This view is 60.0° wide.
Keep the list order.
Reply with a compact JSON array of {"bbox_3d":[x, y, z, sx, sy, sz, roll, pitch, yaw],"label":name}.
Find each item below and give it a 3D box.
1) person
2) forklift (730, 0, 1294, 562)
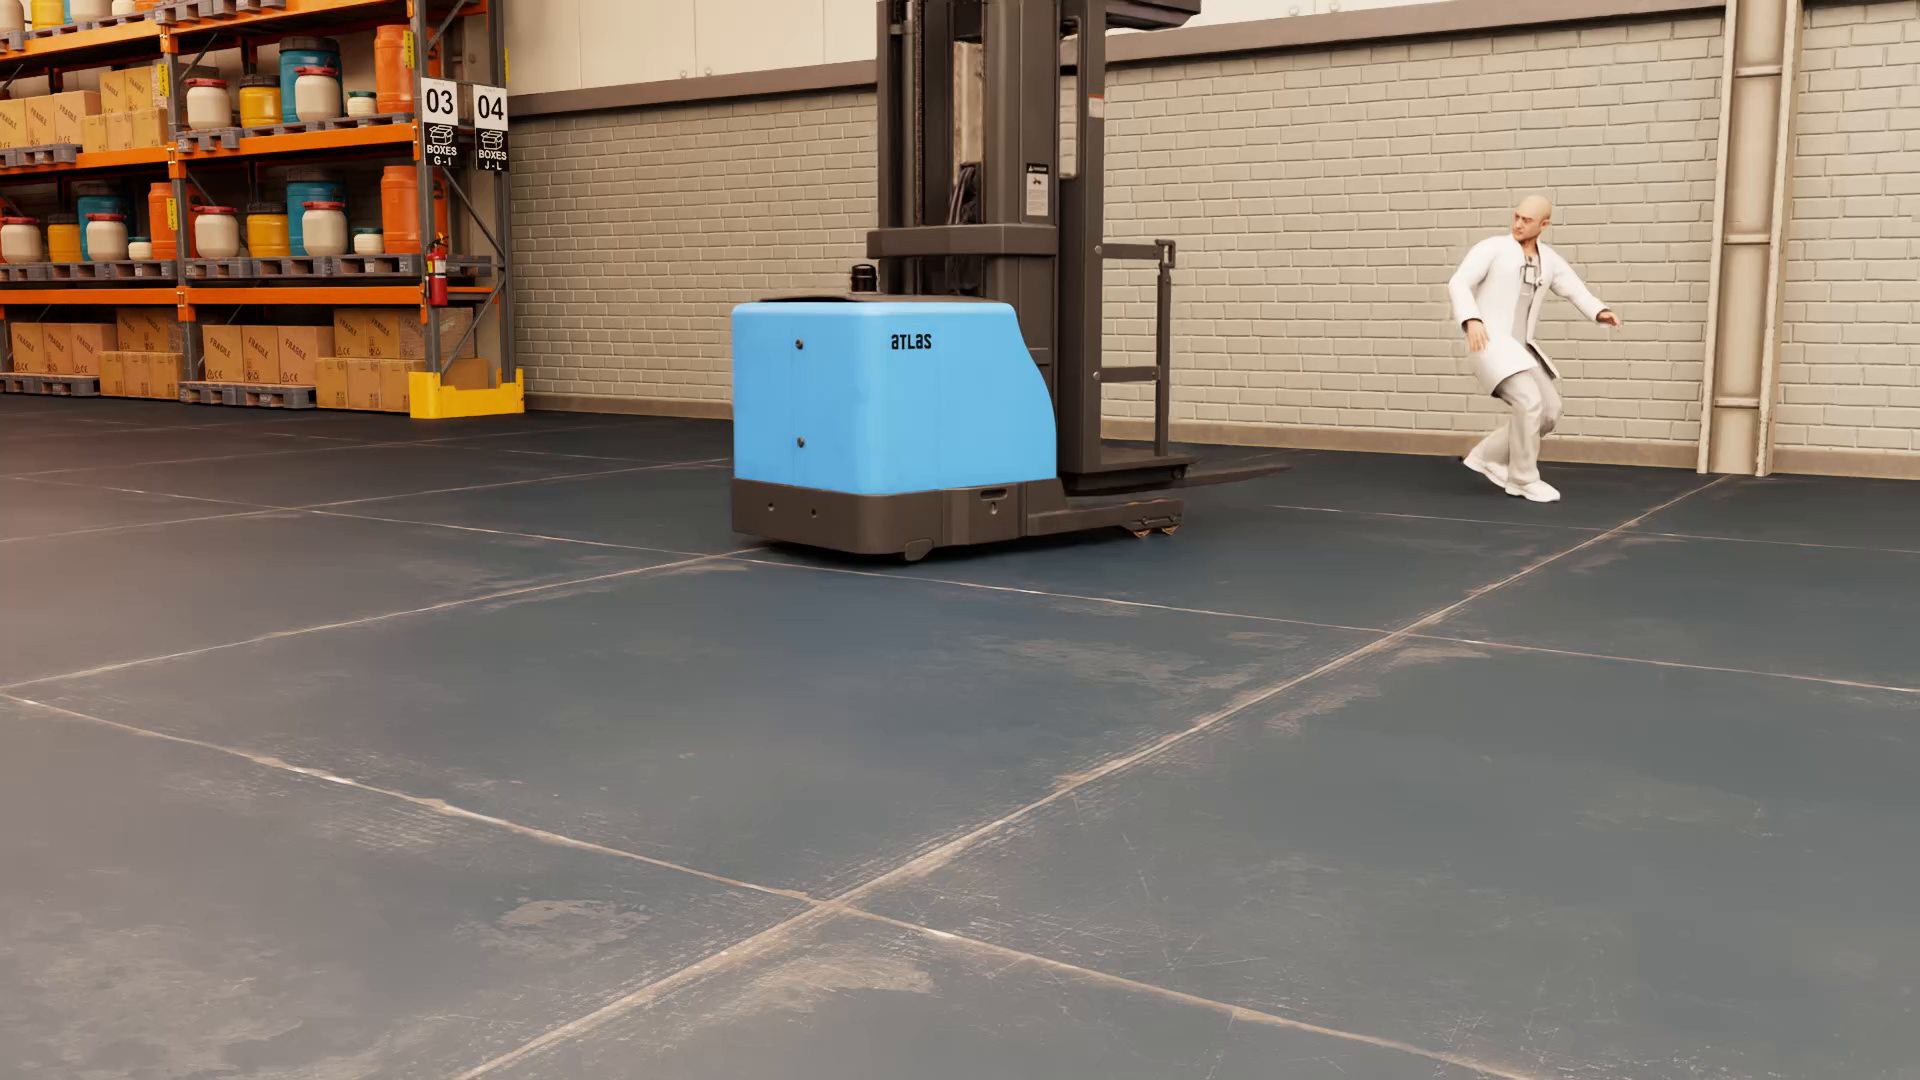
[{"bbox_3d":[3.114,-1.054,9.134,0.897,1.660,0.859,-5,9,-31],"label":"person"},{"bbox_3d":[0.416,-1.512,7.826,3.031,2.935,1.130,-7,11,-42],"label":"forklift"}]
